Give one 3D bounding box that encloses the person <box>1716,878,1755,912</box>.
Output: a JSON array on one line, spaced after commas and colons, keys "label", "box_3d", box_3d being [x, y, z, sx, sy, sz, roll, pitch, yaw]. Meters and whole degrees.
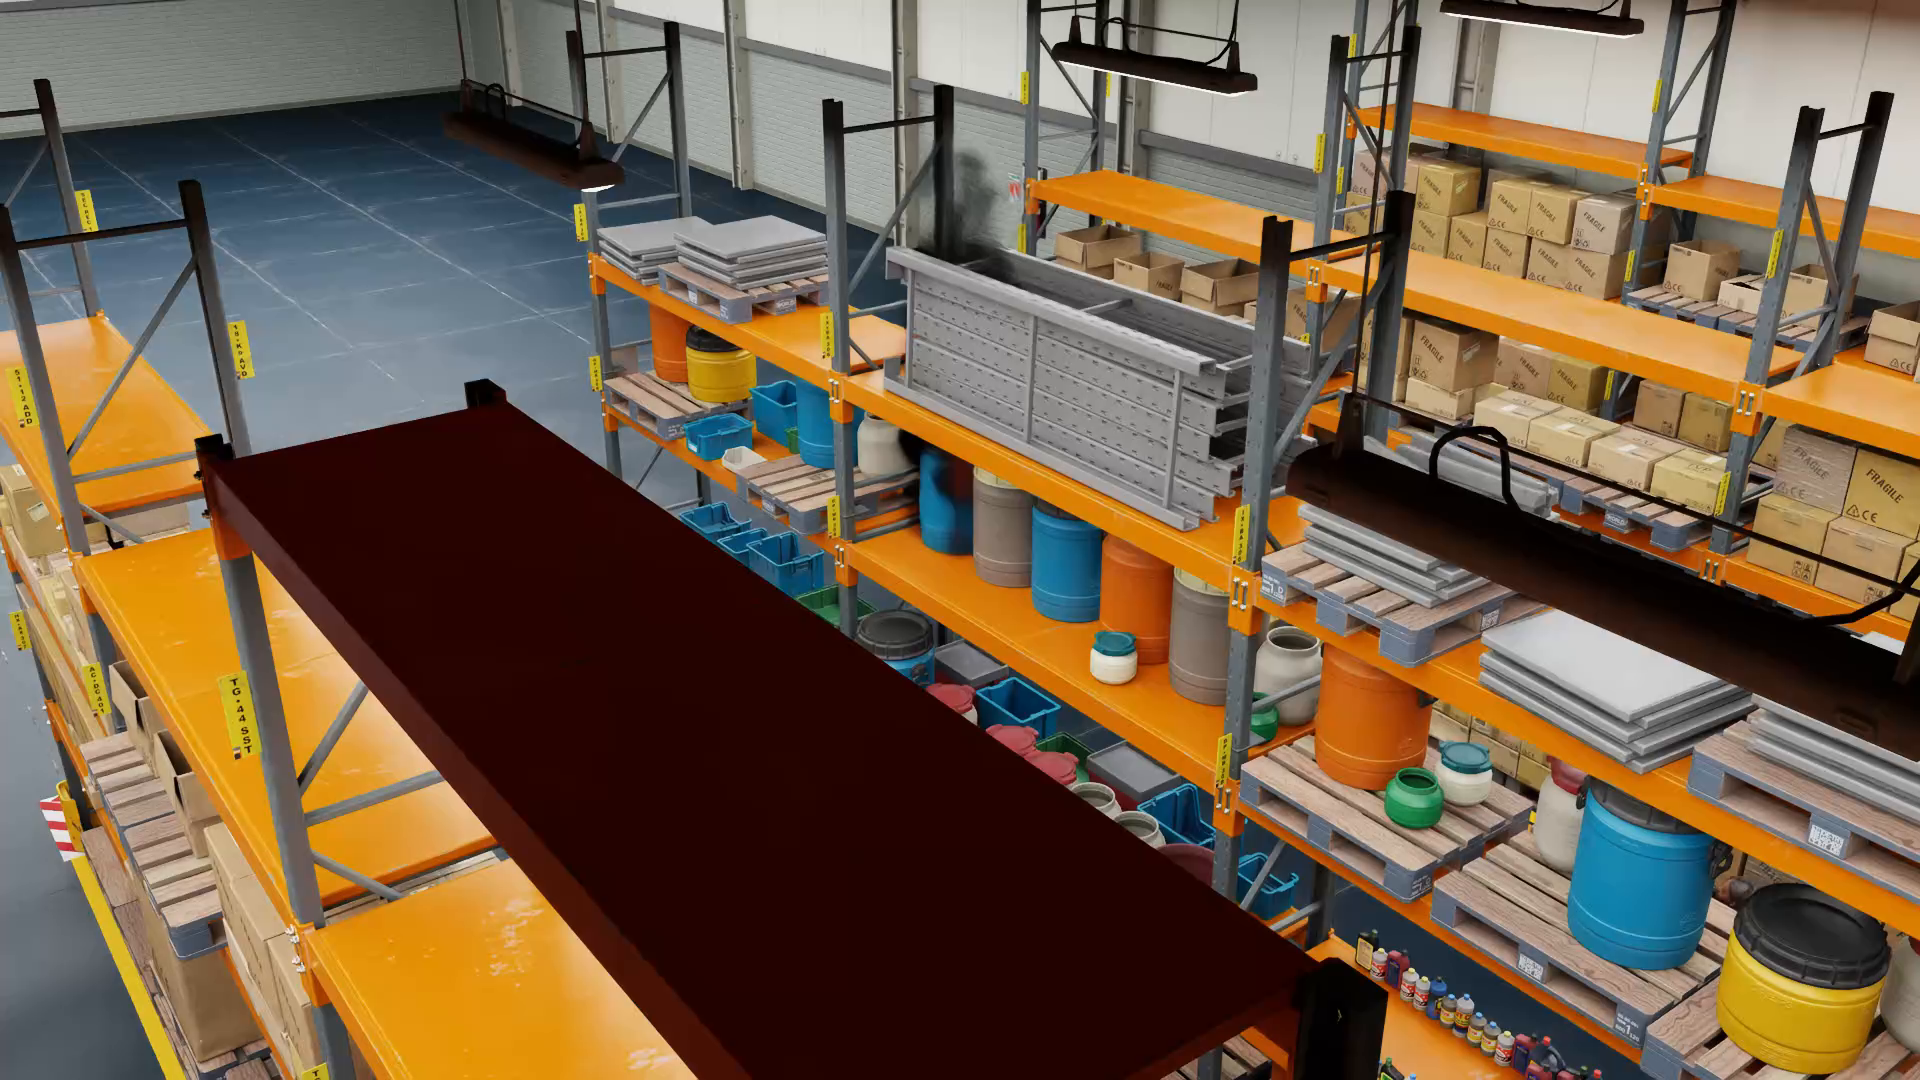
[{"label": "person", "box_3d": [4.961, 2.929, 10.839, 0.646, 1.517, 0.553, 21, 32, 38]}]
